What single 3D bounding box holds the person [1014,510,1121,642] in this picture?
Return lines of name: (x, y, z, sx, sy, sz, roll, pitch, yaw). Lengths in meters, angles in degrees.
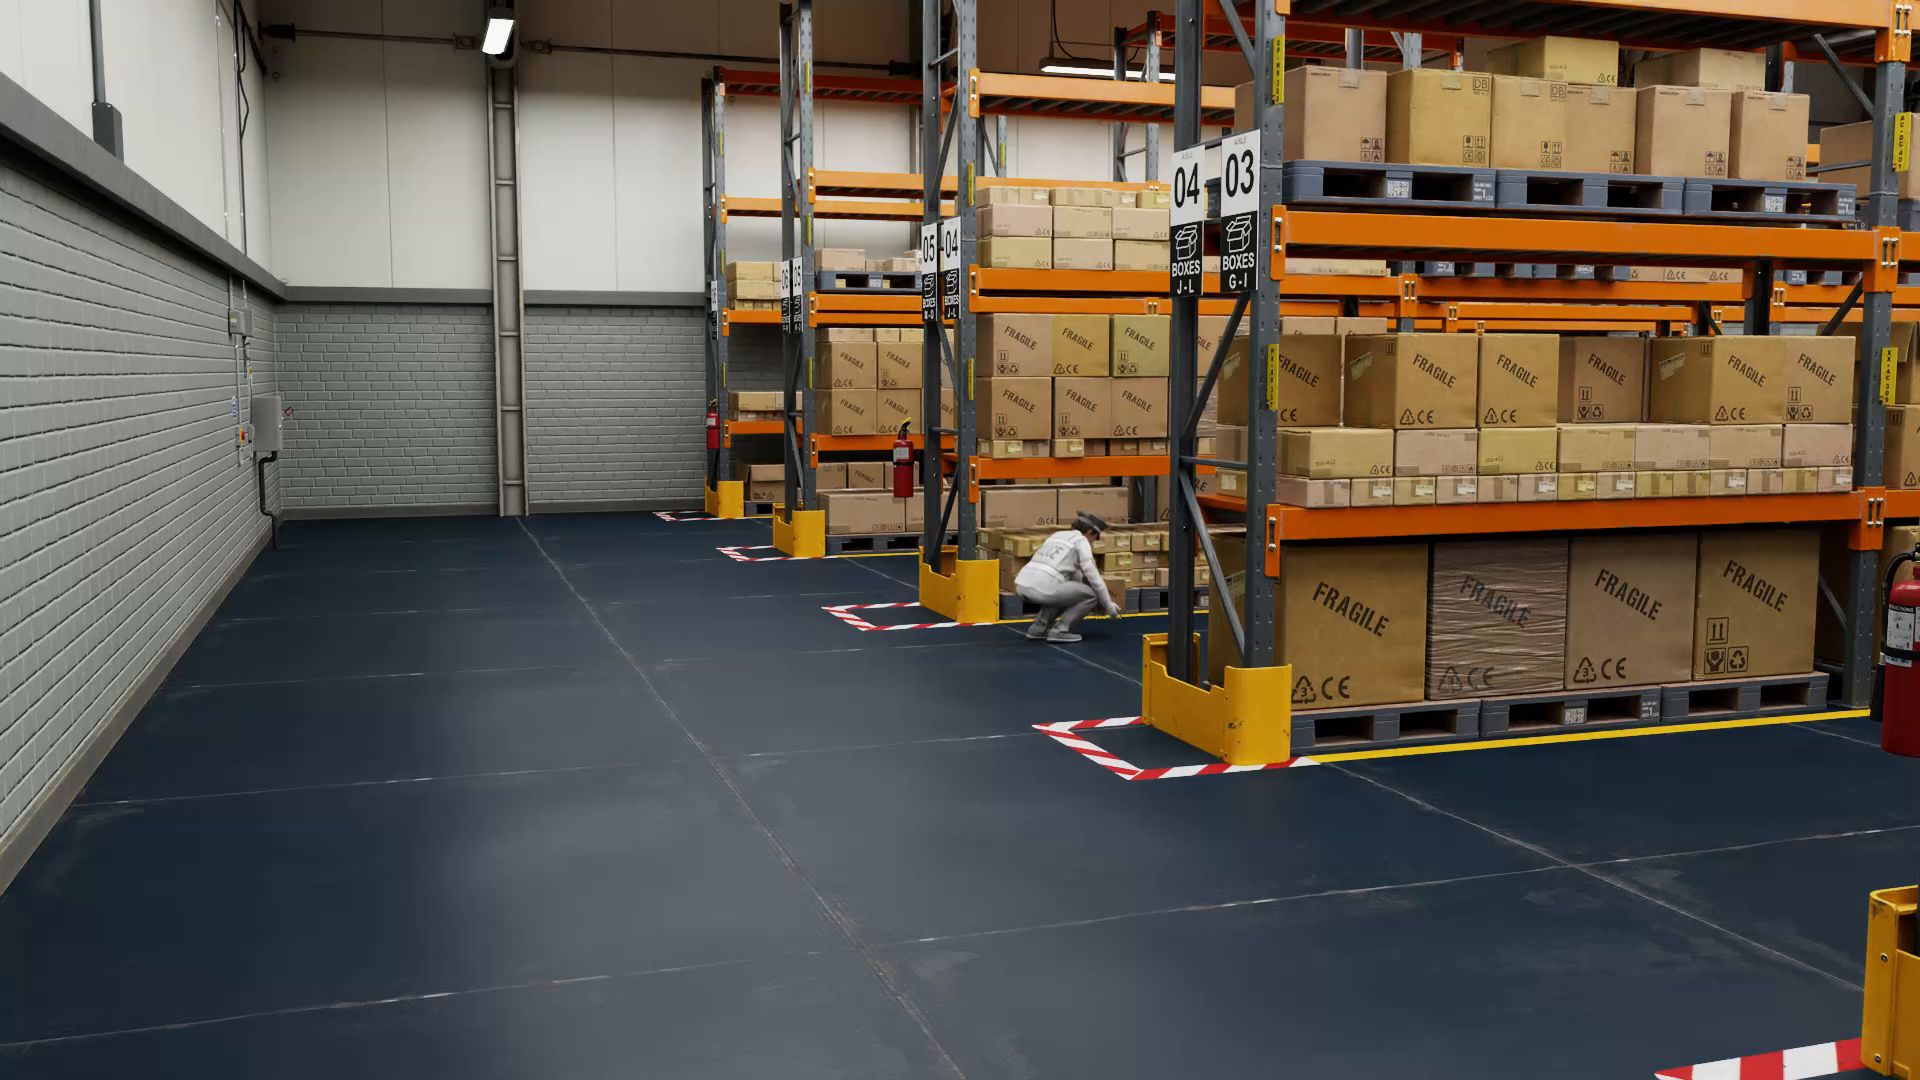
person: (0.810, 0.274, 12.391, 0.838, 0.968, 0.498, -3, 7, -29)
